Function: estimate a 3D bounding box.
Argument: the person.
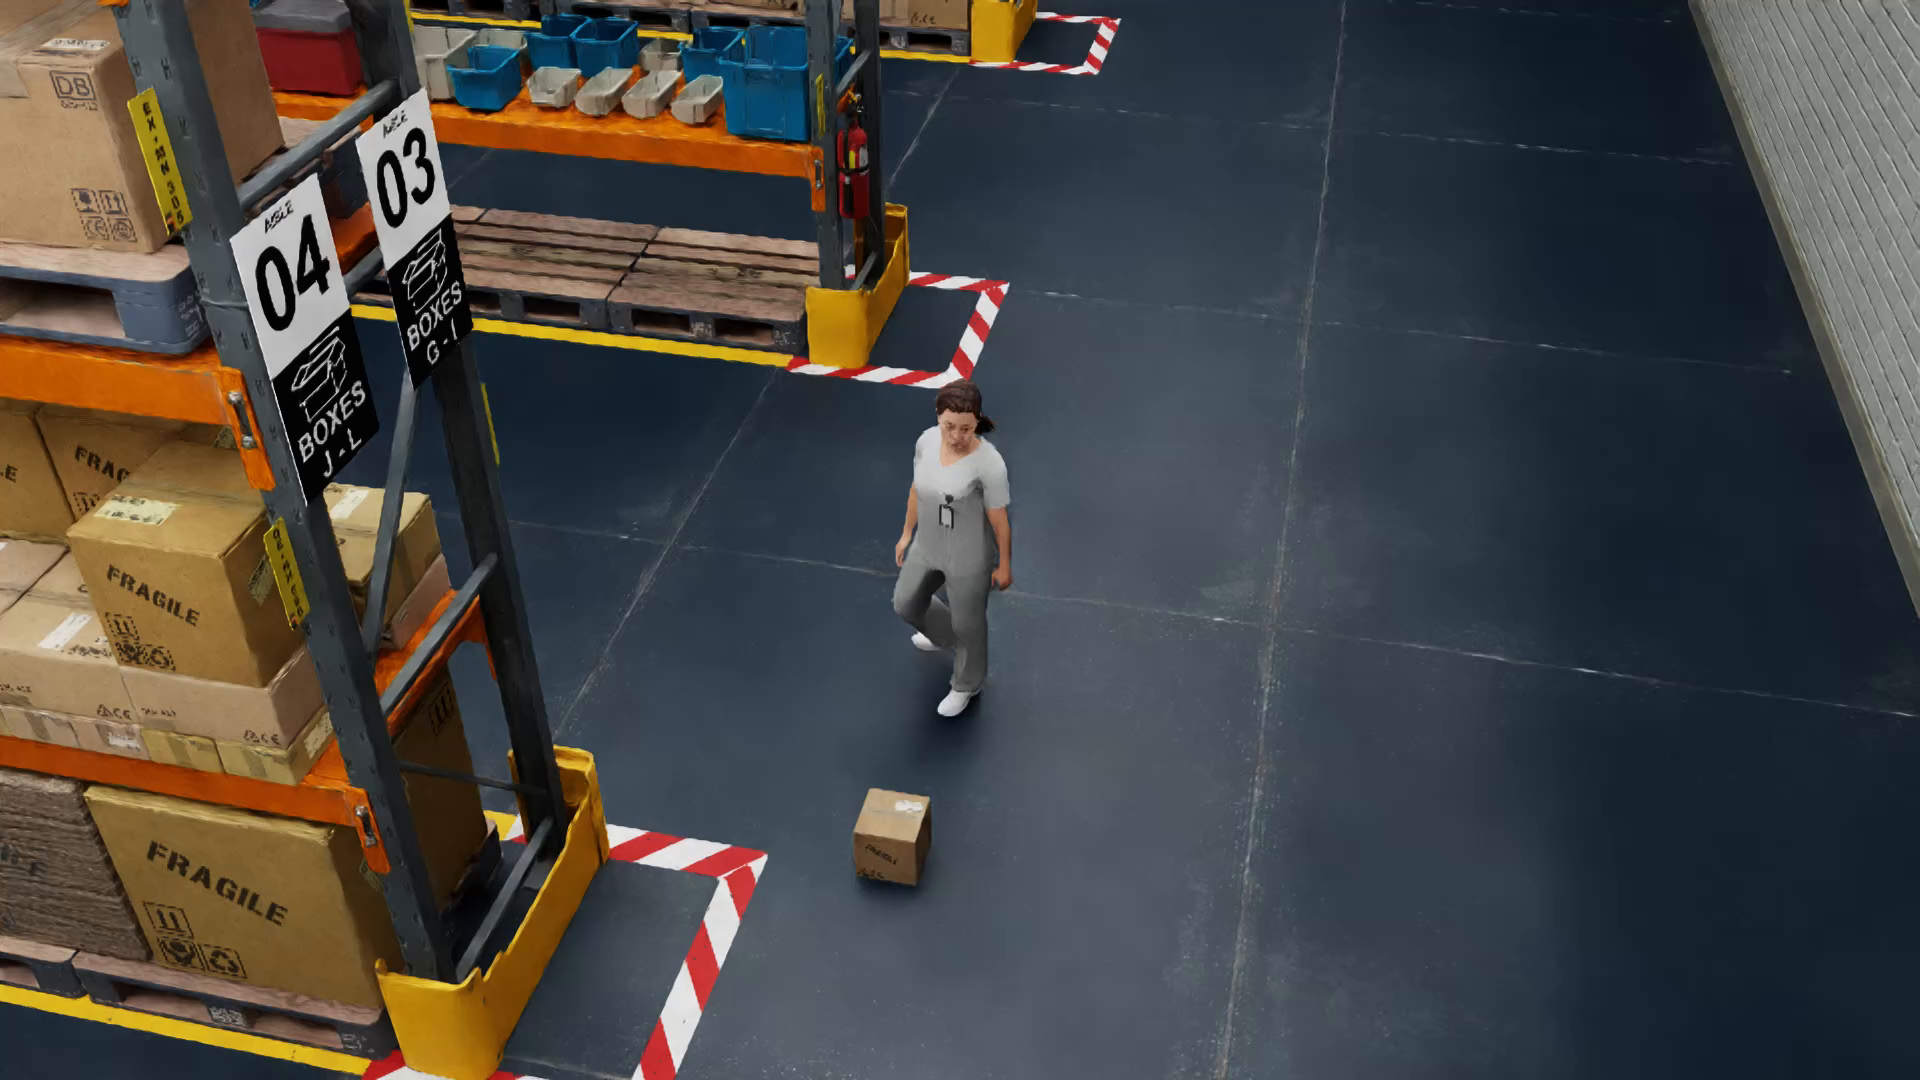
[{"bbox_3d":[-0.035,0.002,6.934,0.633,1.667,0.436,29,45,33],"label":"person"}]
